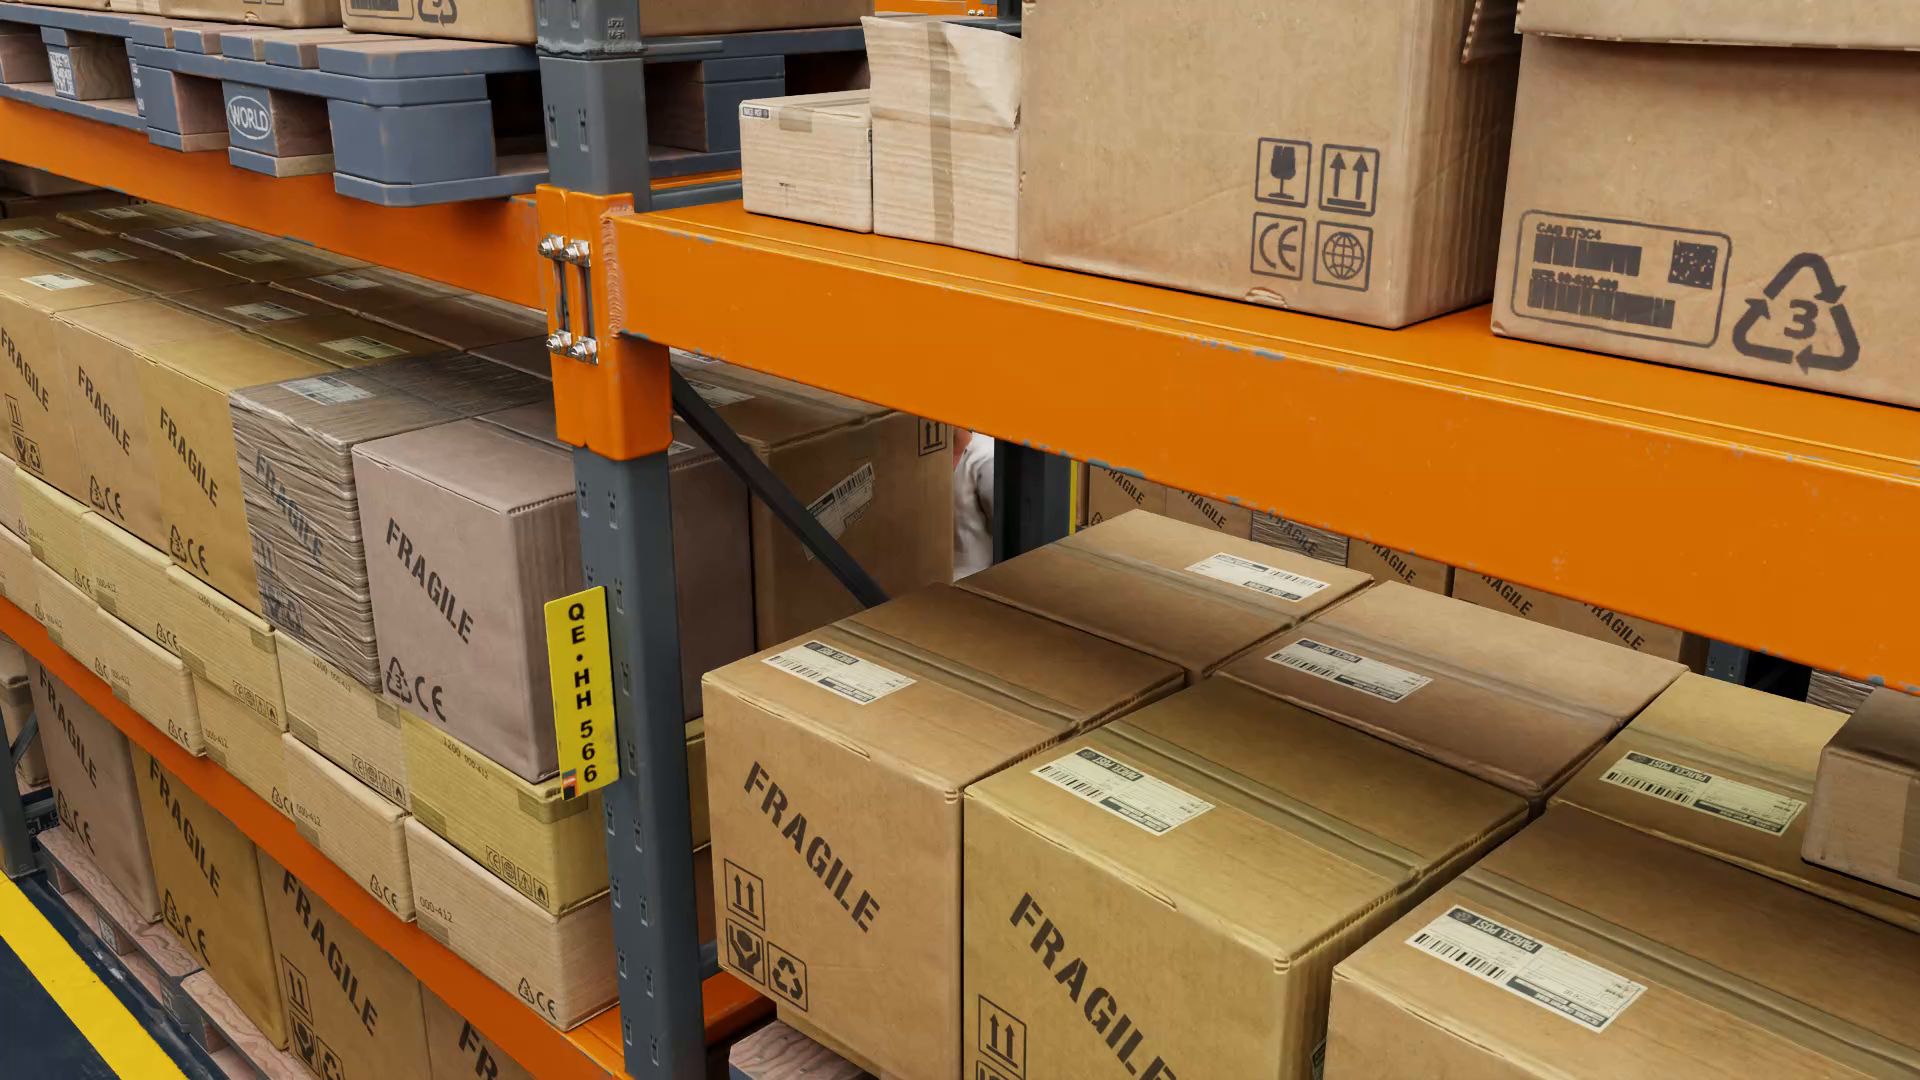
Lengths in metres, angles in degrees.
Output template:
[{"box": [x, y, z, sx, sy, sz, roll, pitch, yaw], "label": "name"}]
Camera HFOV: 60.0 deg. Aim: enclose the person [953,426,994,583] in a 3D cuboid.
[{"box": [-0.030, 0.215, 5.975, 0.608, 1.780, 0.448, 19, 28, 41], "label": "person"}]
